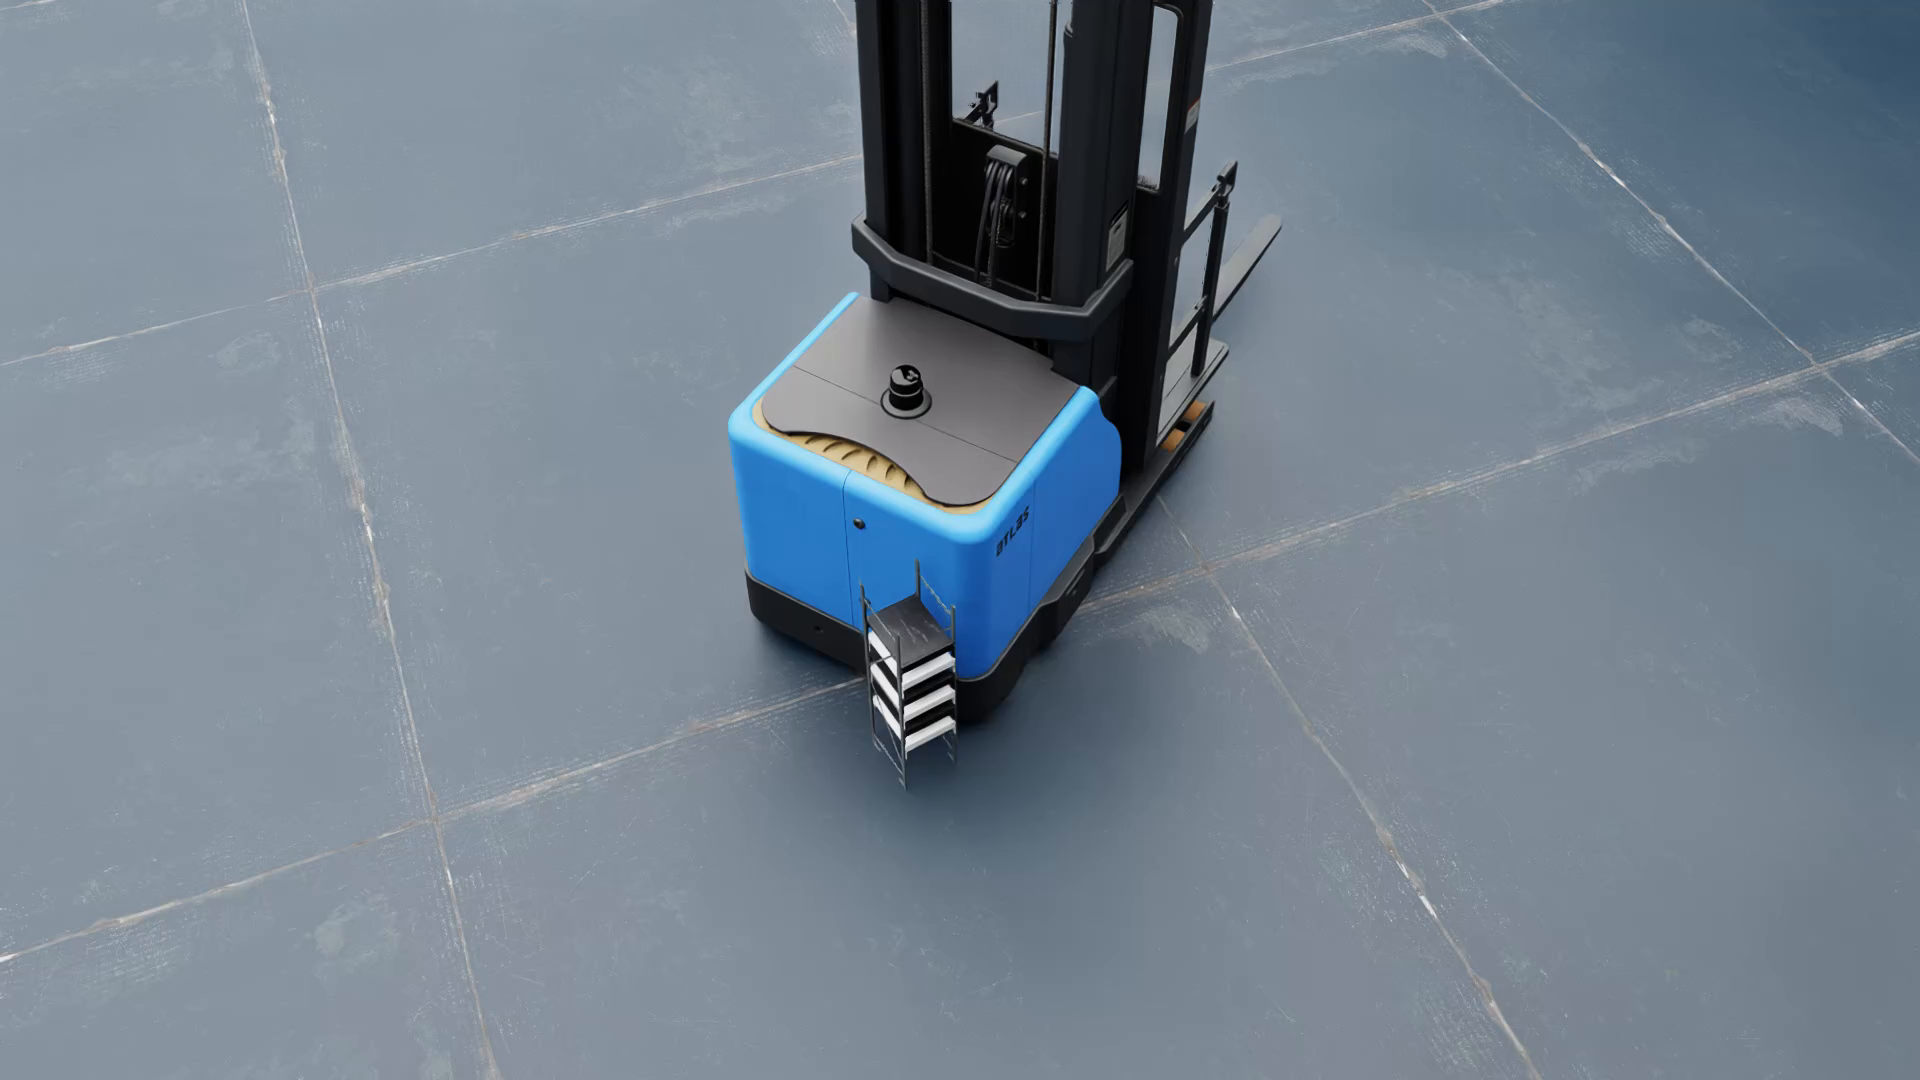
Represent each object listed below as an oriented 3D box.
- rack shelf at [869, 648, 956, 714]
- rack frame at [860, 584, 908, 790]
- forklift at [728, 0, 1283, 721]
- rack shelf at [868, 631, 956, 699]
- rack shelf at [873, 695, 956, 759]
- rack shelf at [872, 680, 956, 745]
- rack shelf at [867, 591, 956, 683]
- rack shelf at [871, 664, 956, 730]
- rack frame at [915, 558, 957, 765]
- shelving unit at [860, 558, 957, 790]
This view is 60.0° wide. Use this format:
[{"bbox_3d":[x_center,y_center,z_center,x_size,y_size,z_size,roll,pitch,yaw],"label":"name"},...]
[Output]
[{"bbox_3d":[-0.165,0.431,5.552,0.200,0.077,0.258,-25,54,-20],"label":"rack shelf"},{"bbox_3d":[-0.252,0.509,5.561,0.006,0.900,0.240,-25,54,-20],"label":"rack frame"},{"bbox_3d":[0.398,-1.420,5.878,1.130,2.935,3.031,25,54,20],"label":"forklift"},{"bbox_3d":[-0.166,0.372,5.484,0.200,0.077,0.258,-25,54,-20],"label":"rack shelf"},{"bbox_3d":[-0.164,0.606,5.757,0.200,0.077,0.258,-25,54,-20],"label":"rack shelf"},{"bbox_3d":[-0.165,0.548,5.689,0.200,0.077,0.258,-25,54,-20],"label":"rack shelf"},{"bbox_3d":[-0.166,0.314,5.415,0.200,0.077,0.258,-25,54,-20],"label":"rack shelf"},{"bbox_3d":[-0.165,0.489,5.621,0.200,0.077,0.258,-25,54,-20],"label":"rack shelf"},{"bbox_3d":[-0.079,0.427,5.630,0.006,0.900,0.240,-25,54,-20],"label":"rack frame"},{"bbox_3d":[-0.165,0.468,5.595,0.210,0.900,0.258,-25,54,-20],"label":"shelving unit"}]
